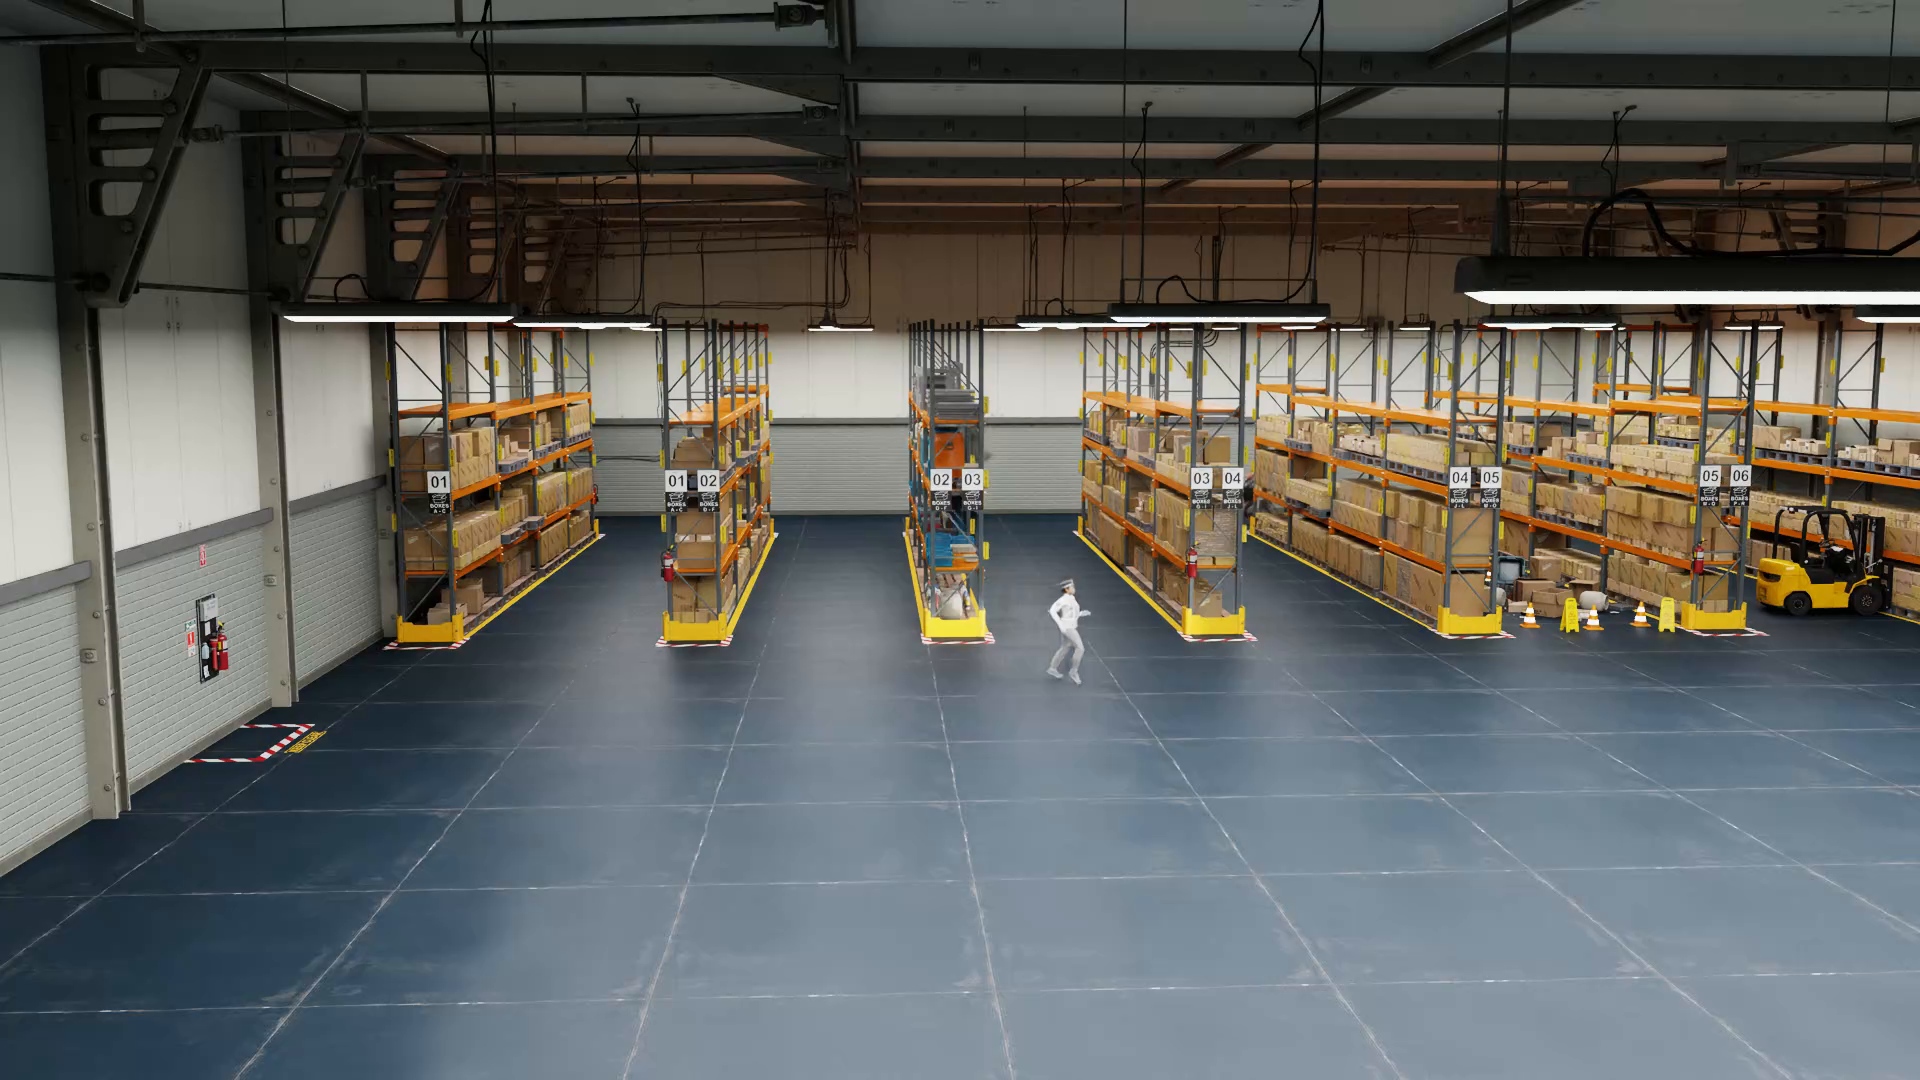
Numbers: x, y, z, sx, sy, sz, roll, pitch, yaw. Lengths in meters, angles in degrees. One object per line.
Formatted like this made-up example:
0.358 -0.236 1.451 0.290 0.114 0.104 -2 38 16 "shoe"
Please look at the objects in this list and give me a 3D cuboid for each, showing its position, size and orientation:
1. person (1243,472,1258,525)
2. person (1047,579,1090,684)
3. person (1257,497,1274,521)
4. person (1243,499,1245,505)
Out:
8.442 -1.159 48.896 0.936 1.683 0.719 -4 8 -29 "person"
1.801 1.504 27.458 0.710 1.749 0.576 2 7 13 "person"
9.095 -1.160 49.219 0.795 1.726 0.649 2 7 15 "person"
7.349 -0.692 44.842 0.641 1.815 0.893 1 7 6 "person"
